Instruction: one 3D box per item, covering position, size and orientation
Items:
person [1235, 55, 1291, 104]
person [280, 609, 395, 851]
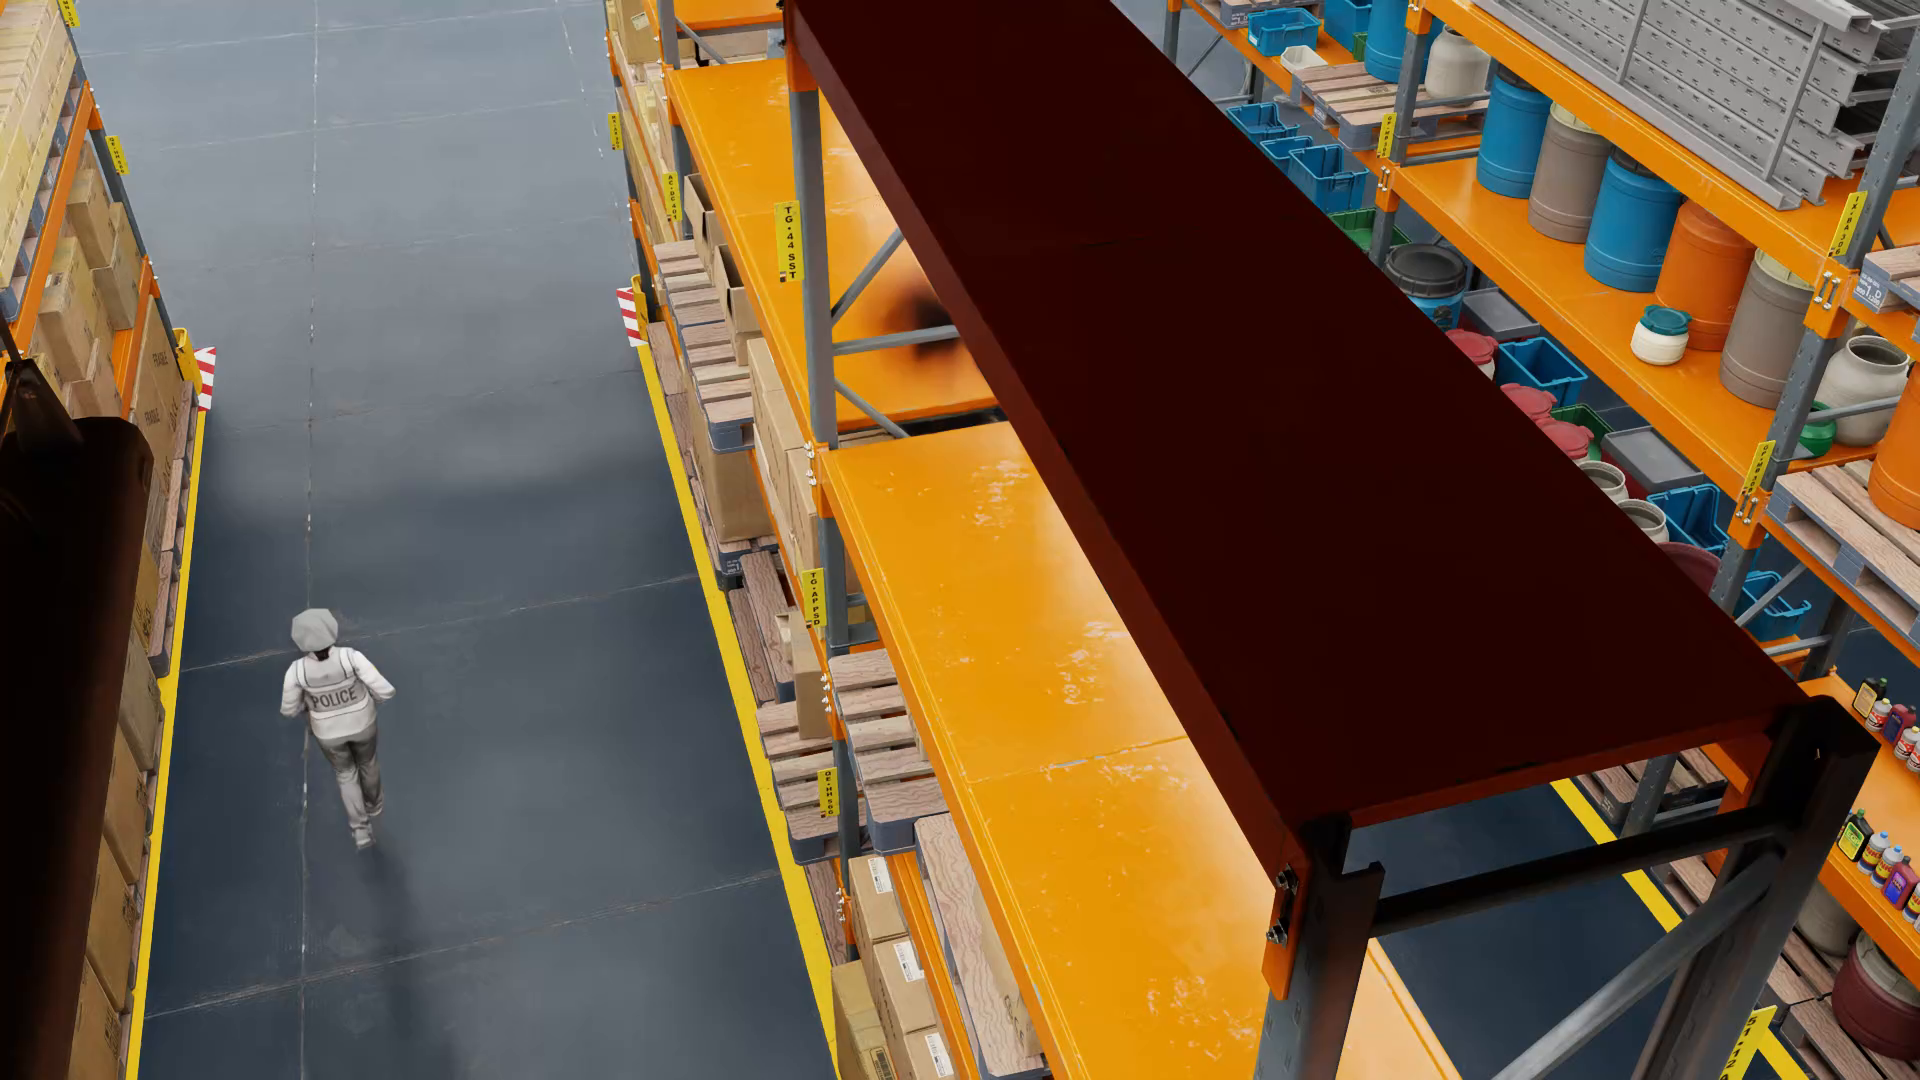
[{"bbox_3d":[3.519,-5.739,18.651,0.802,1.852,0.637,4,39,5],"label":"person"},{"bbox_3d":[-3.558,1.079,9.655,0.625,1.705,0.647,-14,40,-17],"label":"person"}]
